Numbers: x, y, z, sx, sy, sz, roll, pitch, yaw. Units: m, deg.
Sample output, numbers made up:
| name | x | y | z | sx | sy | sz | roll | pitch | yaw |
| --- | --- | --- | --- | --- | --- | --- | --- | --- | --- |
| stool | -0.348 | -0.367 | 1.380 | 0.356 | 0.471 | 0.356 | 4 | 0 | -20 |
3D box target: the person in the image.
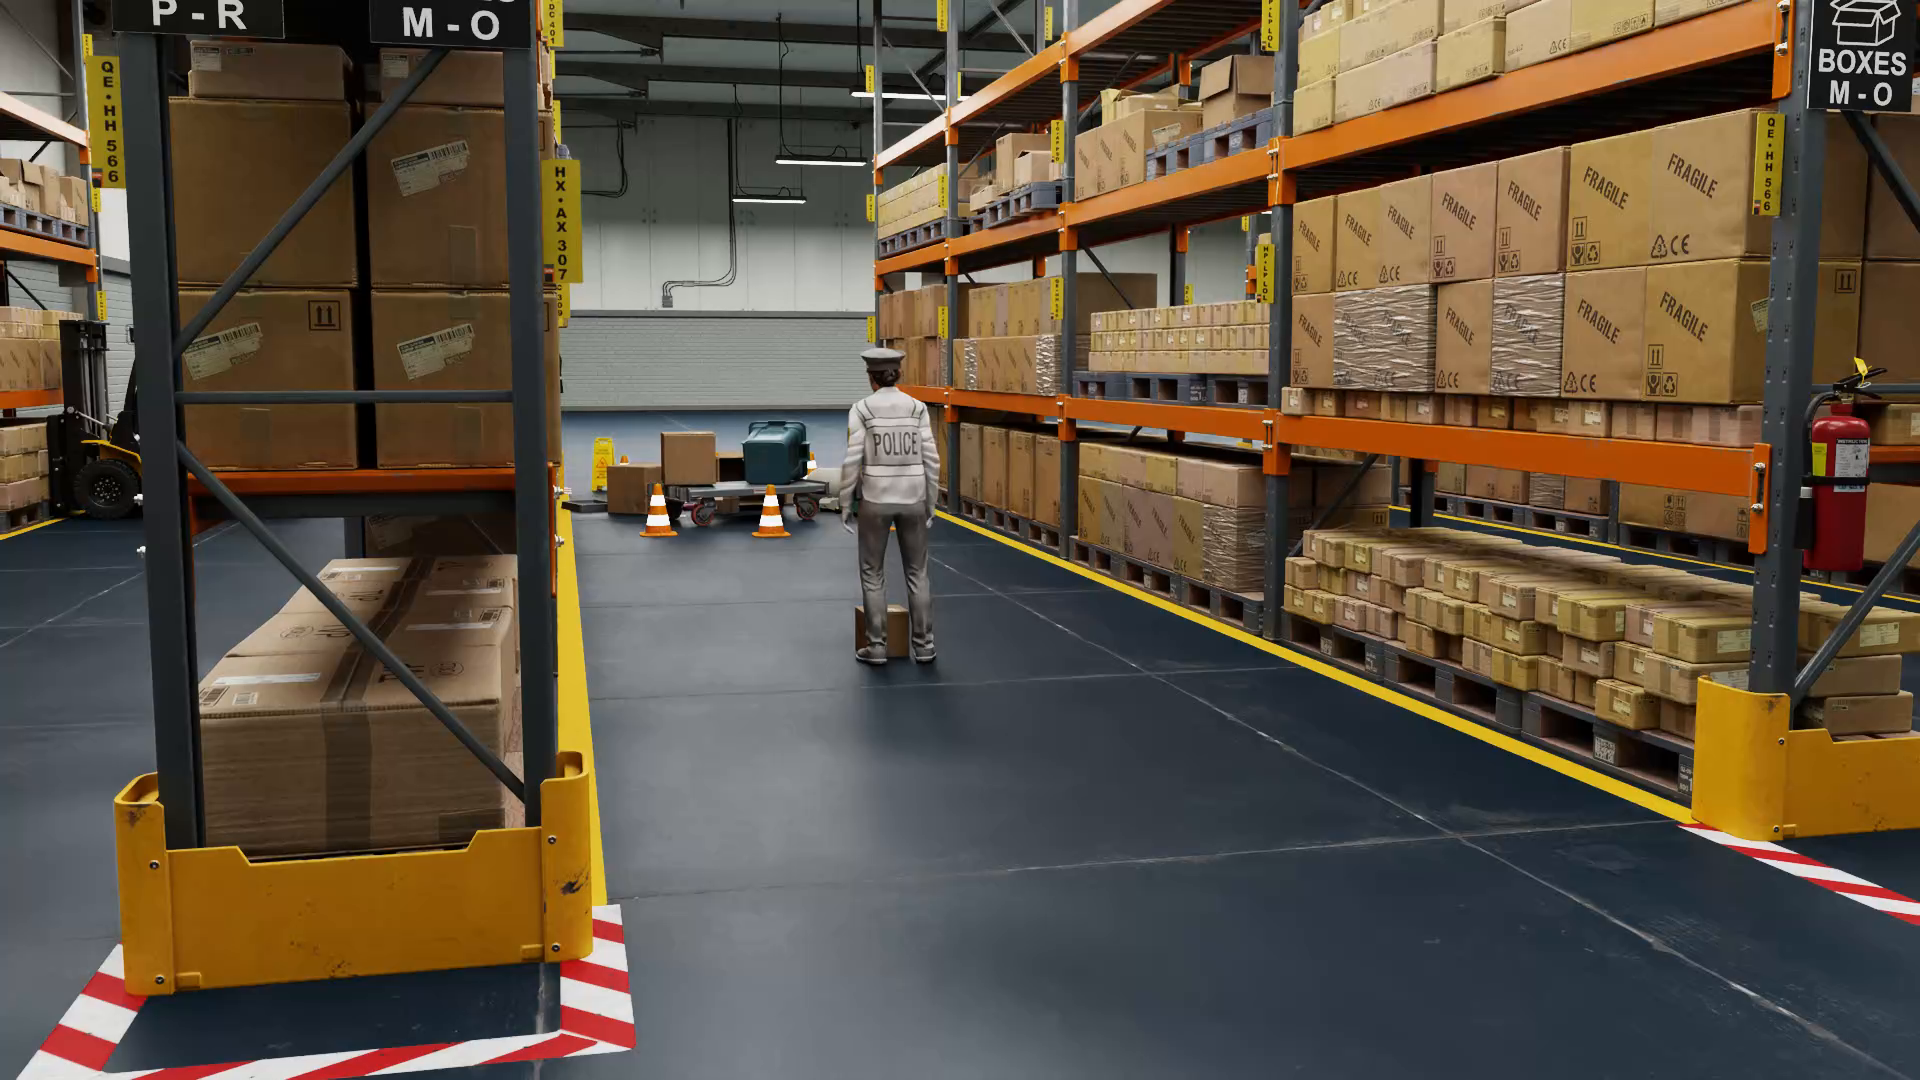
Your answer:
| name | x | y | z | sx | sy | sz | roll | pitch | yaw |
| --- | --- | --- | --- | --- | --- | --- | --- | --- | --- |
| person | -0.370 | -0.178 | 8.788 | 0.544 | 1.666 | 0.371 | -2 | 6 | -16 |
